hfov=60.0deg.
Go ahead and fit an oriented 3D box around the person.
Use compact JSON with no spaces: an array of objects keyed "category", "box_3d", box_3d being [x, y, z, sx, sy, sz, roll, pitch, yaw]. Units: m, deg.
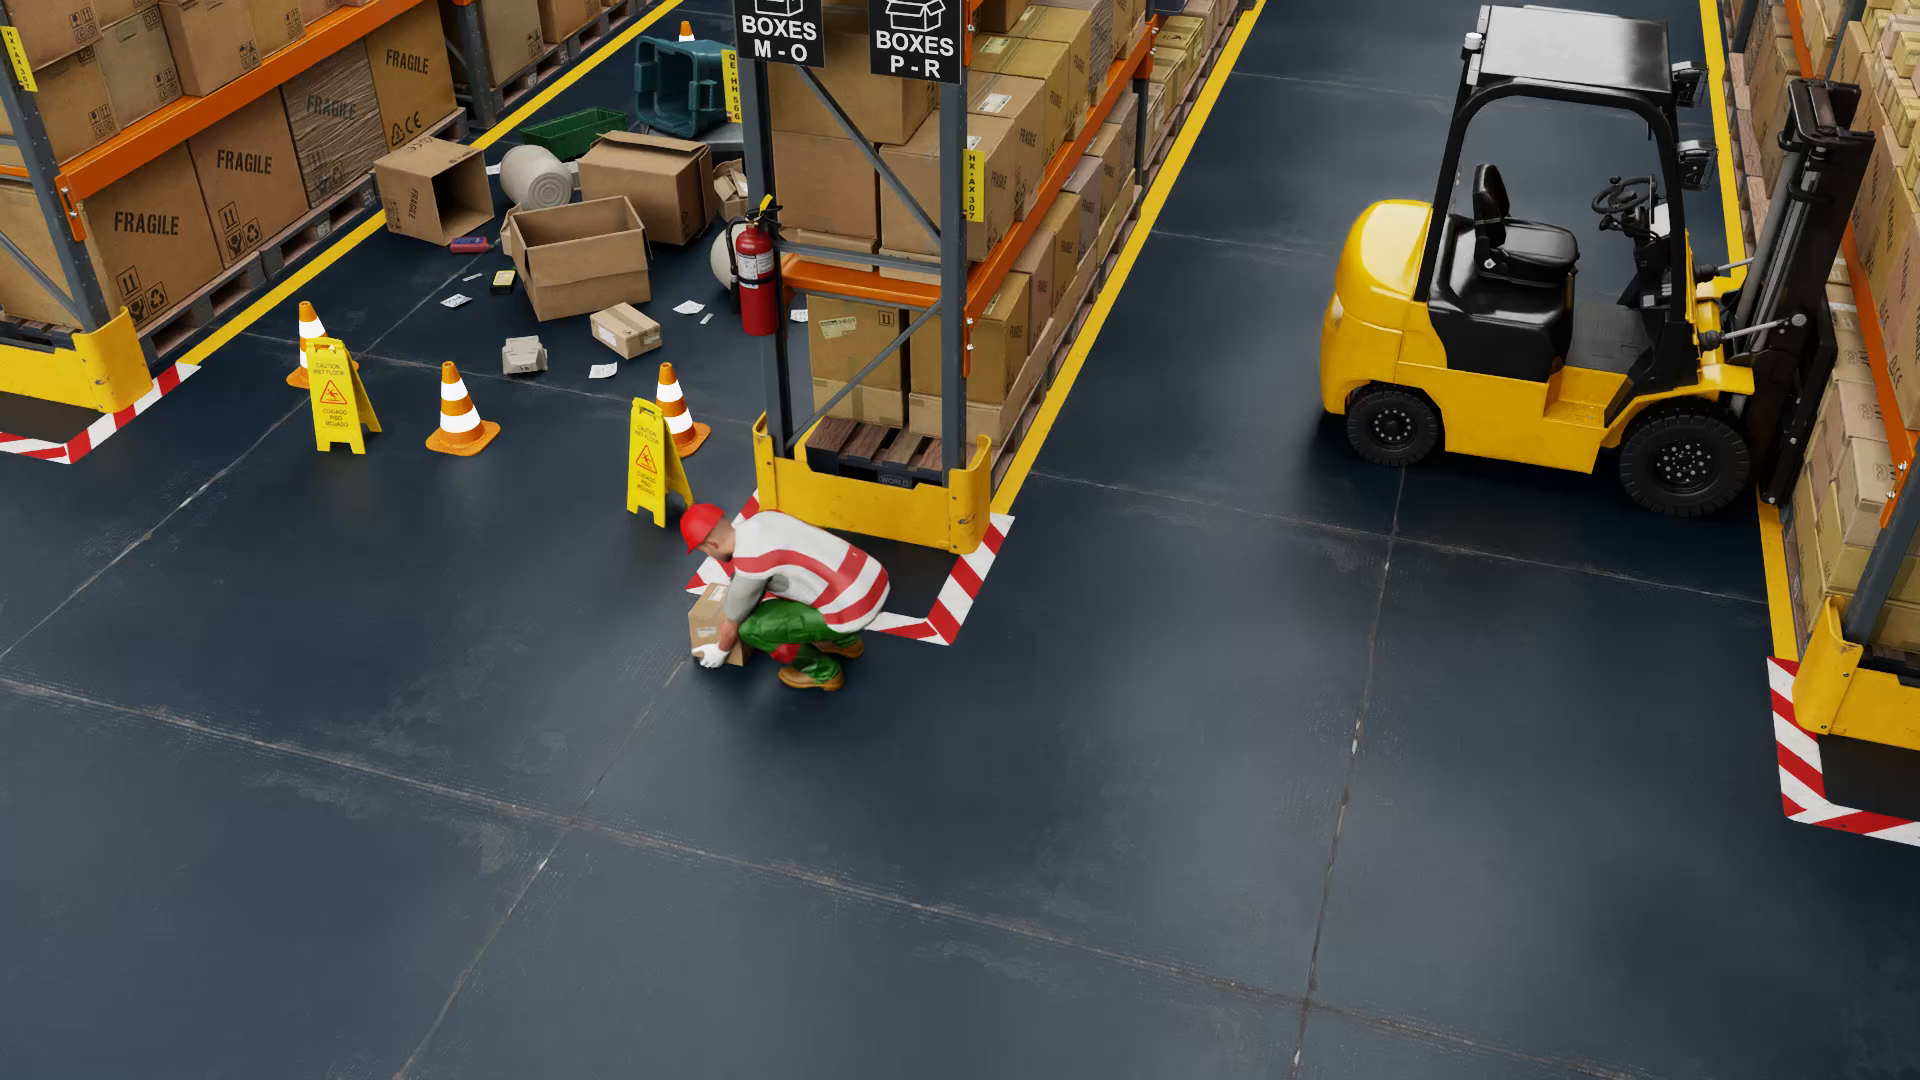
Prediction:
[{"category":"person","box_3d":[-0.773,0.240,7.400,0.901,0.877,0.553,11,38,14]}]
